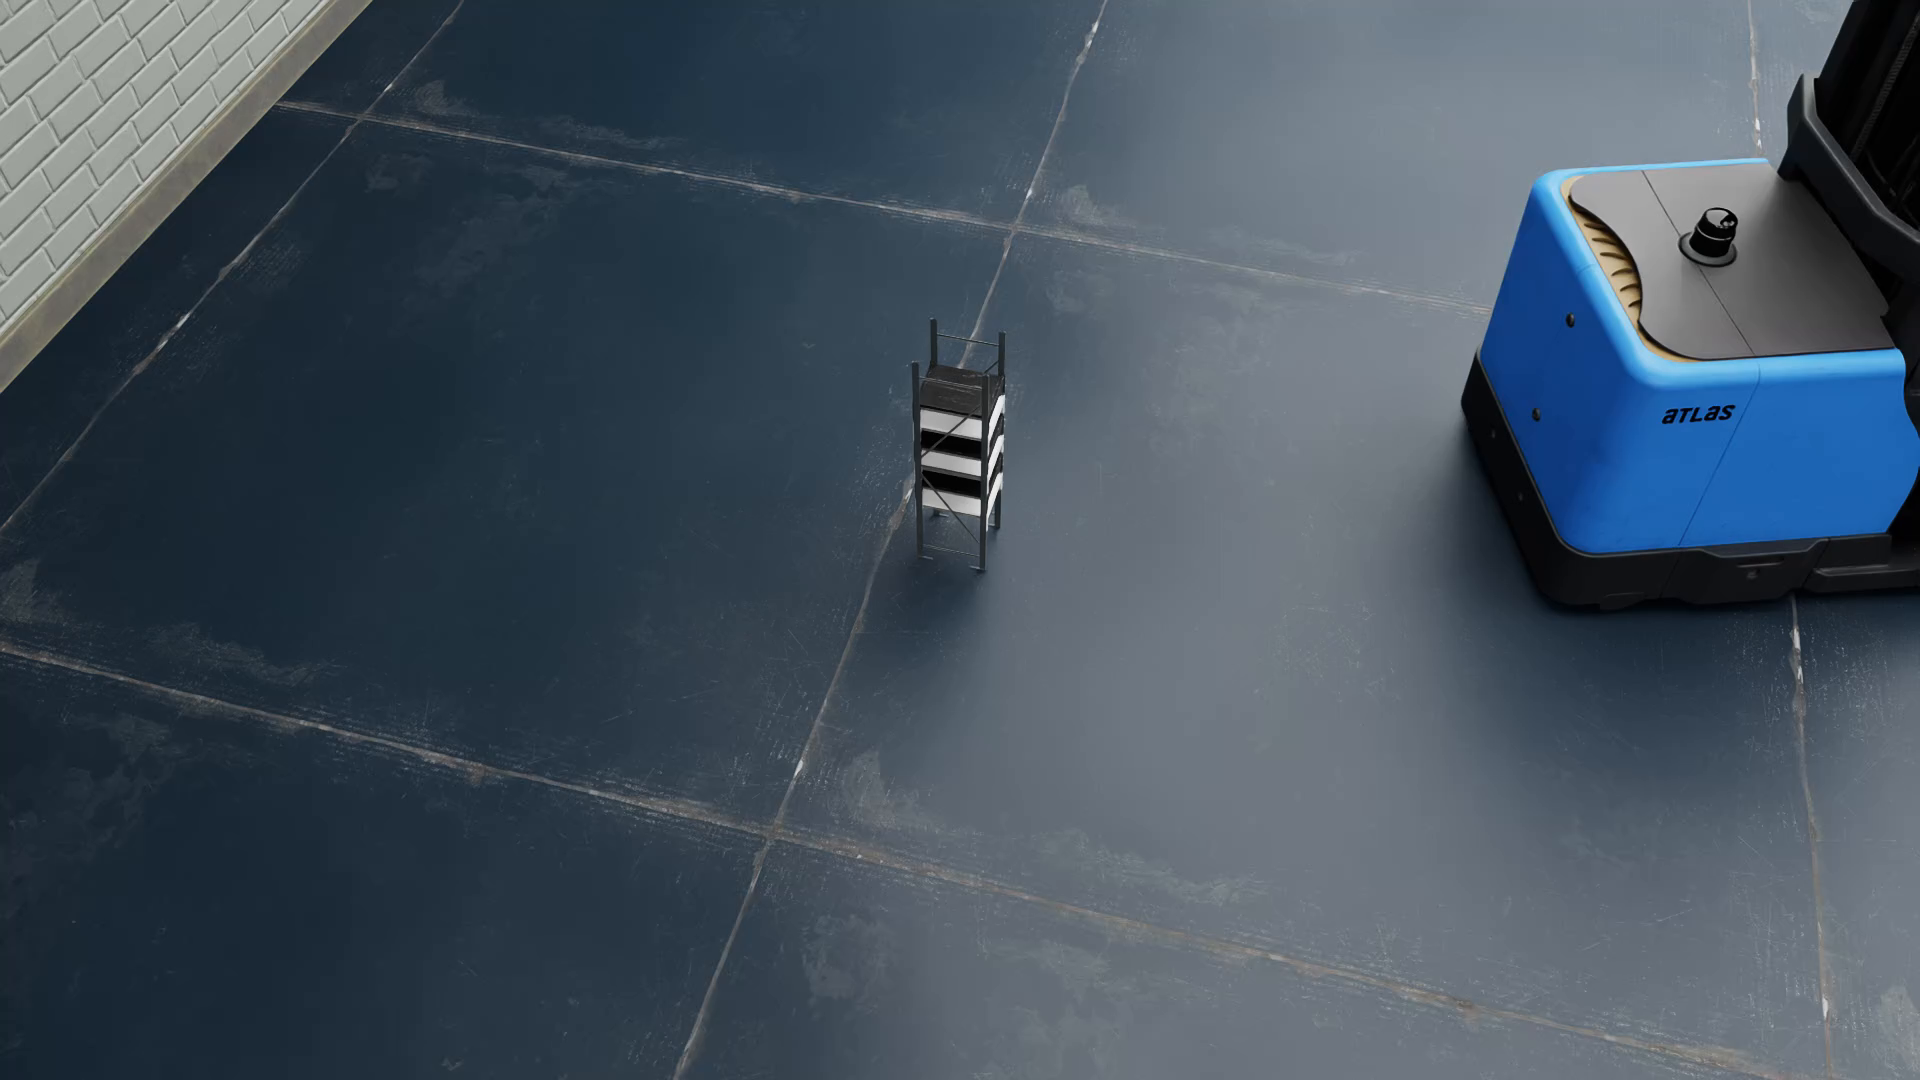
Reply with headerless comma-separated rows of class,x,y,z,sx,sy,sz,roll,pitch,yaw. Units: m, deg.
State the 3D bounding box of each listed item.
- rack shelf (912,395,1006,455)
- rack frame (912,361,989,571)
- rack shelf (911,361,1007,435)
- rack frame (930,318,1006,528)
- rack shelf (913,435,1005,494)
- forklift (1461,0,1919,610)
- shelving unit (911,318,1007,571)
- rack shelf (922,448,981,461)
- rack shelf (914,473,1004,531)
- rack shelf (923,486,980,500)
rack shelf,-0.002,-0.389,5.297,0.258,0.077,0.200,12,50,10
rack frame,-0.029,-0.218,5.343,0.240,0.900,0.006,12,50,10
rack shelf,-0.002,-0.449,5.230,0.258,0.077,0.200,12,50,10
rack frame,0.025,-0.365,5.472,0.240,0.900,0.006,12,50,10
rack shelf,-0.002,-0.270,5.432,0.258,0.077,0.200,12,50,10
forklift,3.383,-1.202,4.856,3.031,2.935,1.130,-4,49,-4
shelving unit,-0.002,-0.292,5.407,0.258,0.900,0.210,12,50,10
rack shelf,-0.002,-0.339,5.354,0.199,0.015,0.184,12,50,10
rack shelf,-0.002,-0.151,5.567,0.258,0.077,0.200,12,50,10
rack shelf,-0.002,-0.220,5.489,0.199,0.015,0.184,12,50,10
